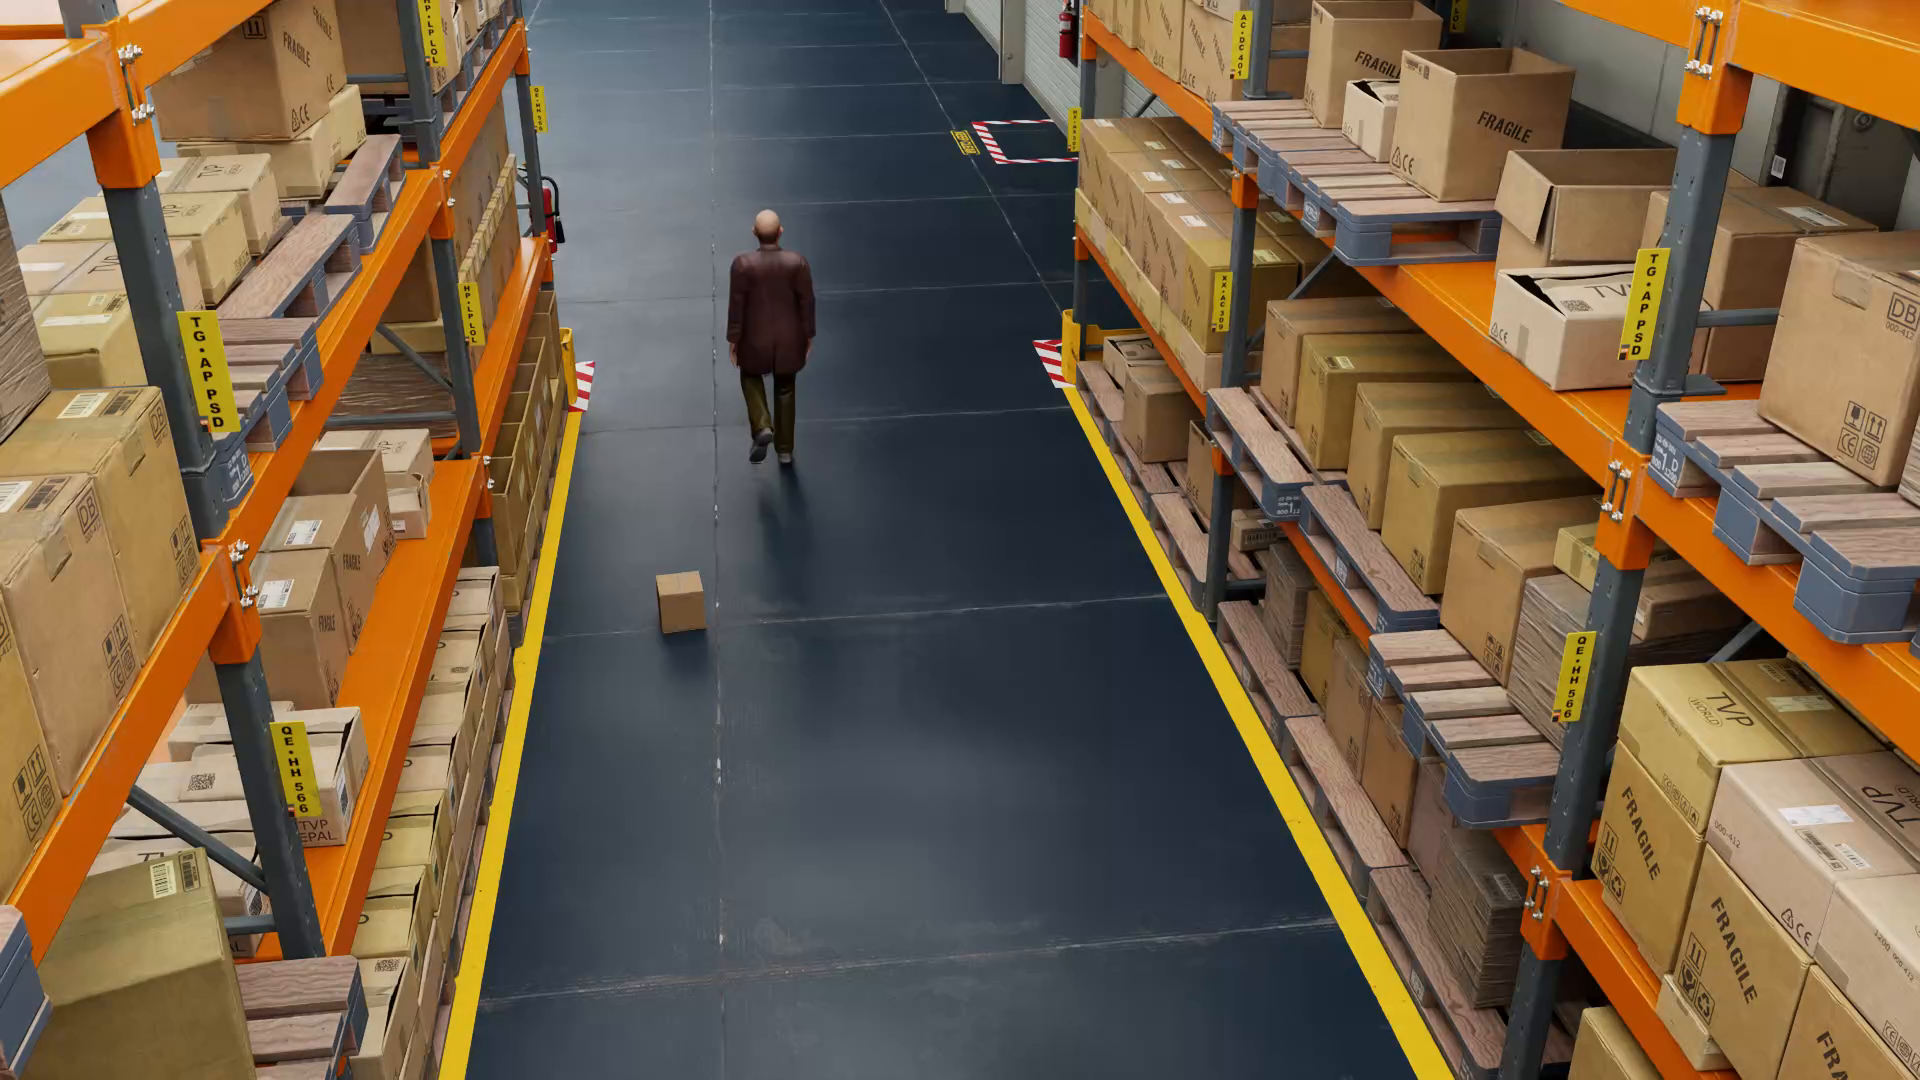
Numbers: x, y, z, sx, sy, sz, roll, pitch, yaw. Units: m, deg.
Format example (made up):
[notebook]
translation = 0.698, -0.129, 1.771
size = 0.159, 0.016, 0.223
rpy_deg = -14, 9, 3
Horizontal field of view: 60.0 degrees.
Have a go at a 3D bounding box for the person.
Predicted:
[person]
translation = -1.282, -1.375, 11.295
size = 0.613, 1.782, 0.514
rpy_deg = -4, 27, -8
